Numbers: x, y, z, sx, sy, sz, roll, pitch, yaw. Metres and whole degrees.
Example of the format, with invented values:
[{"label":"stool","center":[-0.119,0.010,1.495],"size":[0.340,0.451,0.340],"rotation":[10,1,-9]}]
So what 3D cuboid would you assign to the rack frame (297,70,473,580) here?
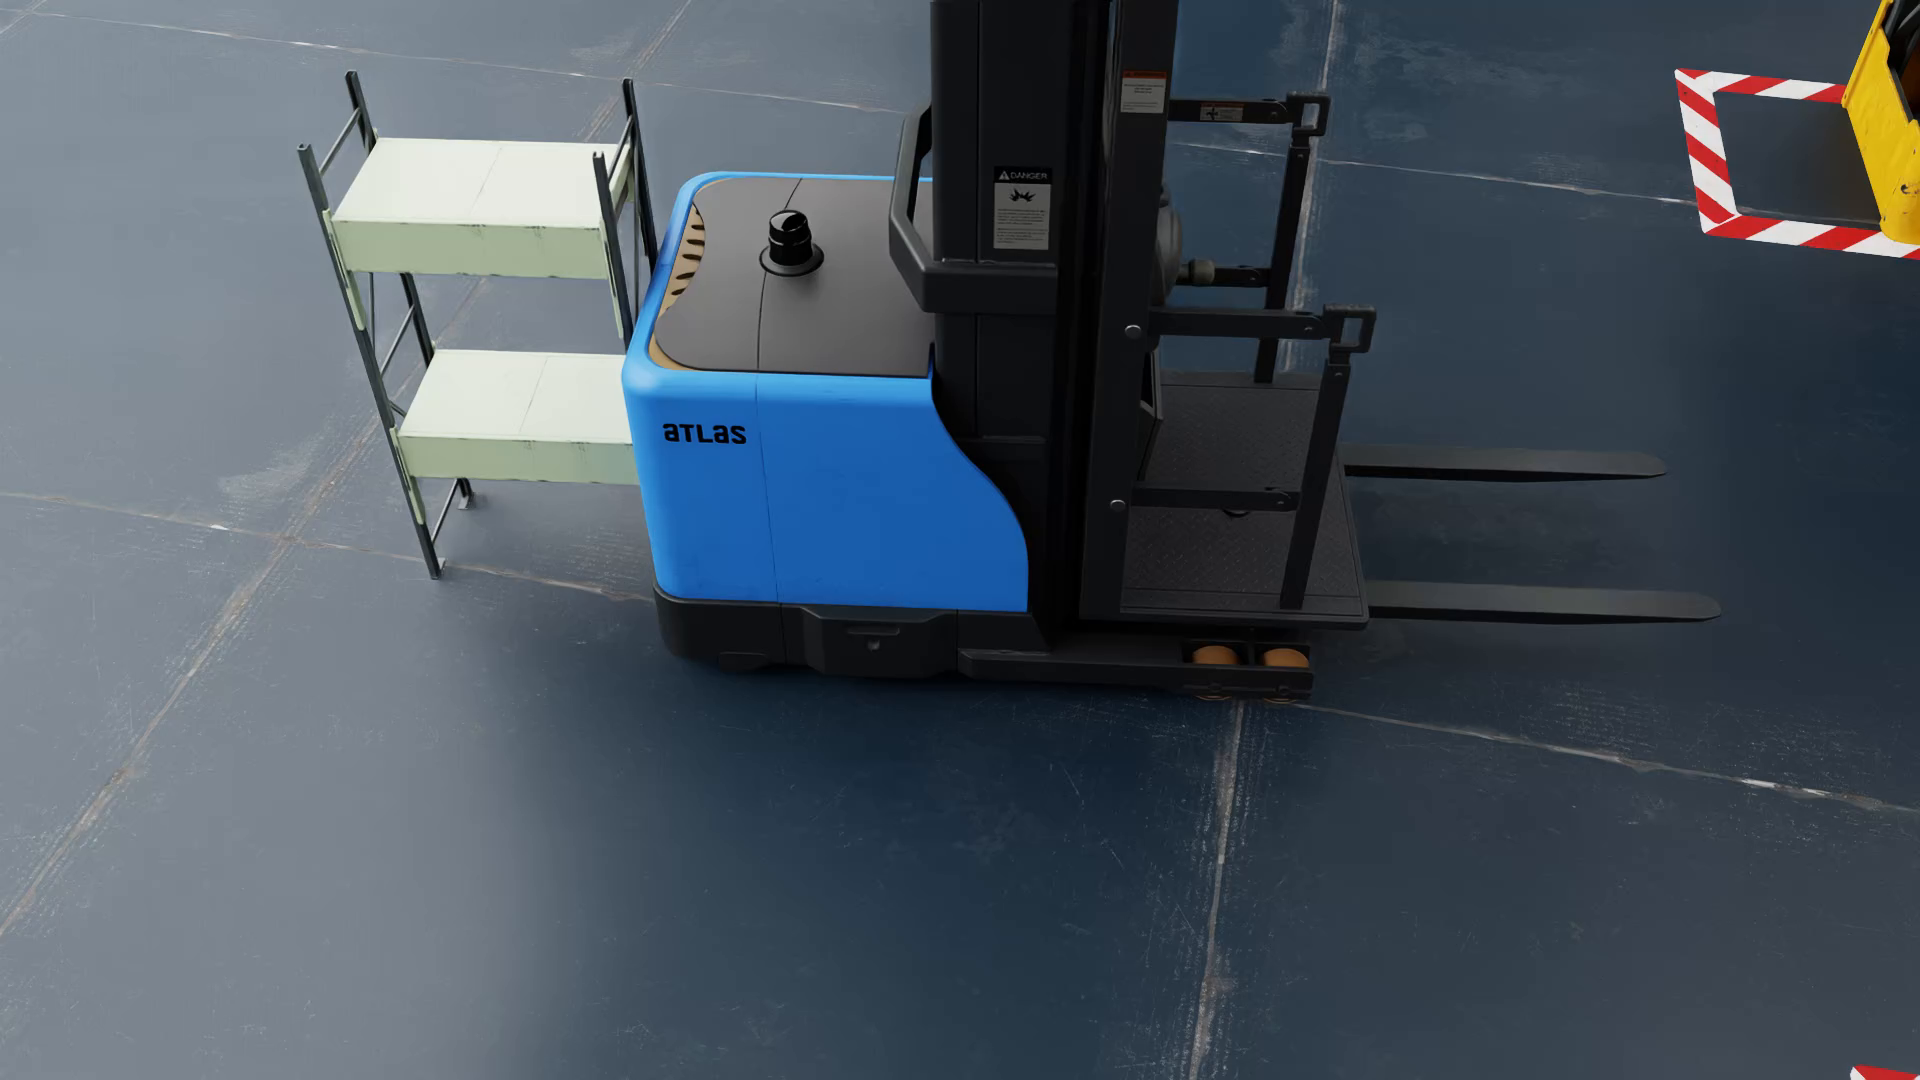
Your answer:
[{"label":"rack frame","center":[-1.608,-0.557,4.748],"size":[0.023,1.500,0.400],"rotation":[2,44,2]}]

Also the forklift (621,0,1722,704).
[{"label":"forklift","center":[0.665,-0.969,4.143],"size":[3.031,2.935,1.130],"rotation":[2,44,2]}]

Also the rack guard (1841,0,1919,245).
[{"label":"rack guard","center":[3.888,-1.710,6.666],"size":[0.348,0.500,1.175],"rotation":[9,45,9]}]

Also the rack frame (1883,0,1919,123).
[{"label":"rack frame","center":[3.814,-2.622,5.812],"size":[0.127,3.000,1.000],"rotation":[9,45,9]}]

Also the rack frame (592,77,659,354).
[{"label":"rack frame","center":[-0.877,-0.530,4.719],"size":[0.023,1.500,0.400],"rotation":[2,44,2]}]

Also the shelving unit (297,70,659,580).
[{"label":"shelving unit","center":[-1.243,-0.544,4.734],"size":[0.755,1.500,0.431],"rotation":[2,44,2]}]

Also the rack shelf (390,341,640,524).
[{"label":"rack shelf","center":[-1.243,-0.309,4.960],"size":[0.720,0.370,0.431],"rotation":[2,44,2]}]

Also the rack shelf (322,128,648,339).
[{"label":"rack shelf","center":[-1.243,-0.825,4.463],"size":[0.720,0.370,0.431],"rotation":[2,44,2]}]
